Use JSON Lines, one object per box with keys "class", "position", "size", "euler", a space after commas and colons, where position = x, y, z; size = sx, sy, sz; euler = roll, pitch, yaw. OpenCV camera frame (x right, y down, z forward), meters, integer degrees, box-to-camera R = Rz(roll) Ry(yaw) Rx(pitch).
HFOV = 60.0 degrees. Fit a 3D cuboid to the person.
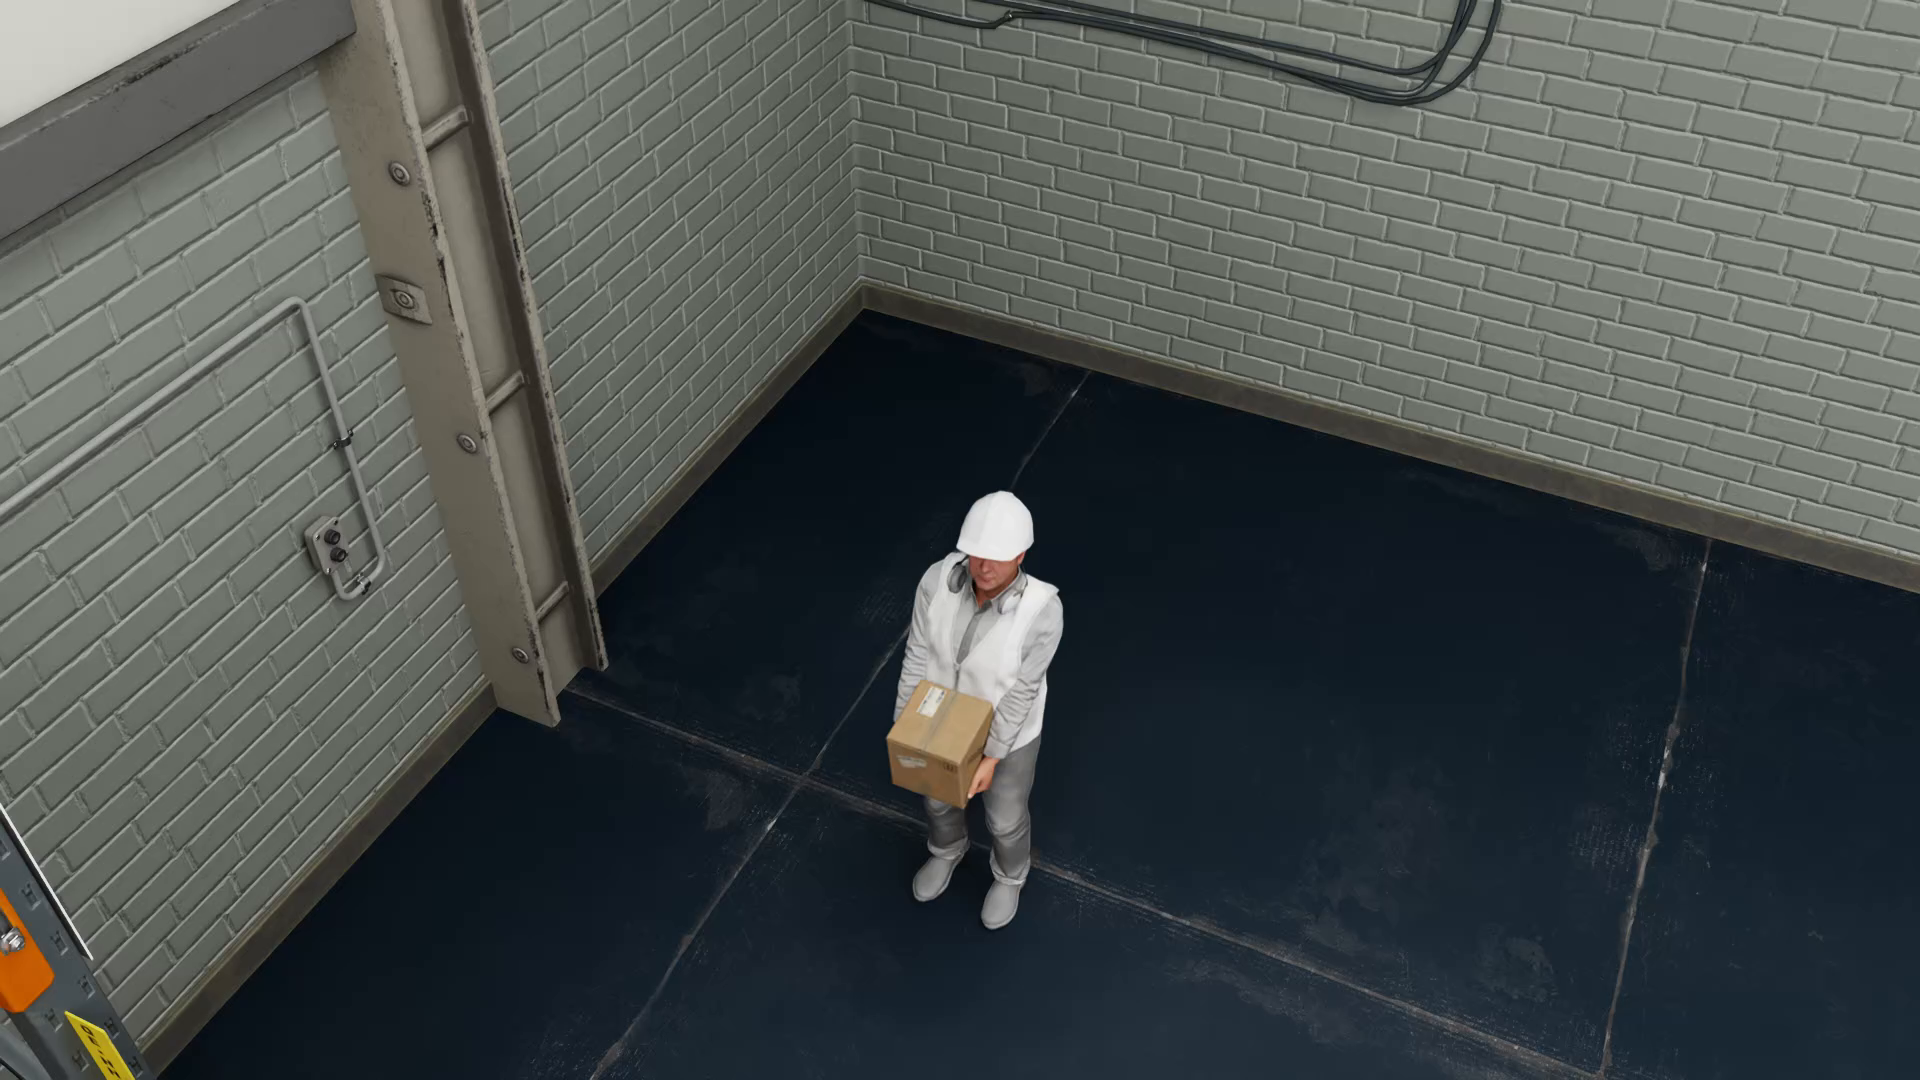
{"class": "person", "position": [0.041, 0.635, 5.434], "size": [0.494, 1.763, 0.556], "euler": [17, 45, 18]}
